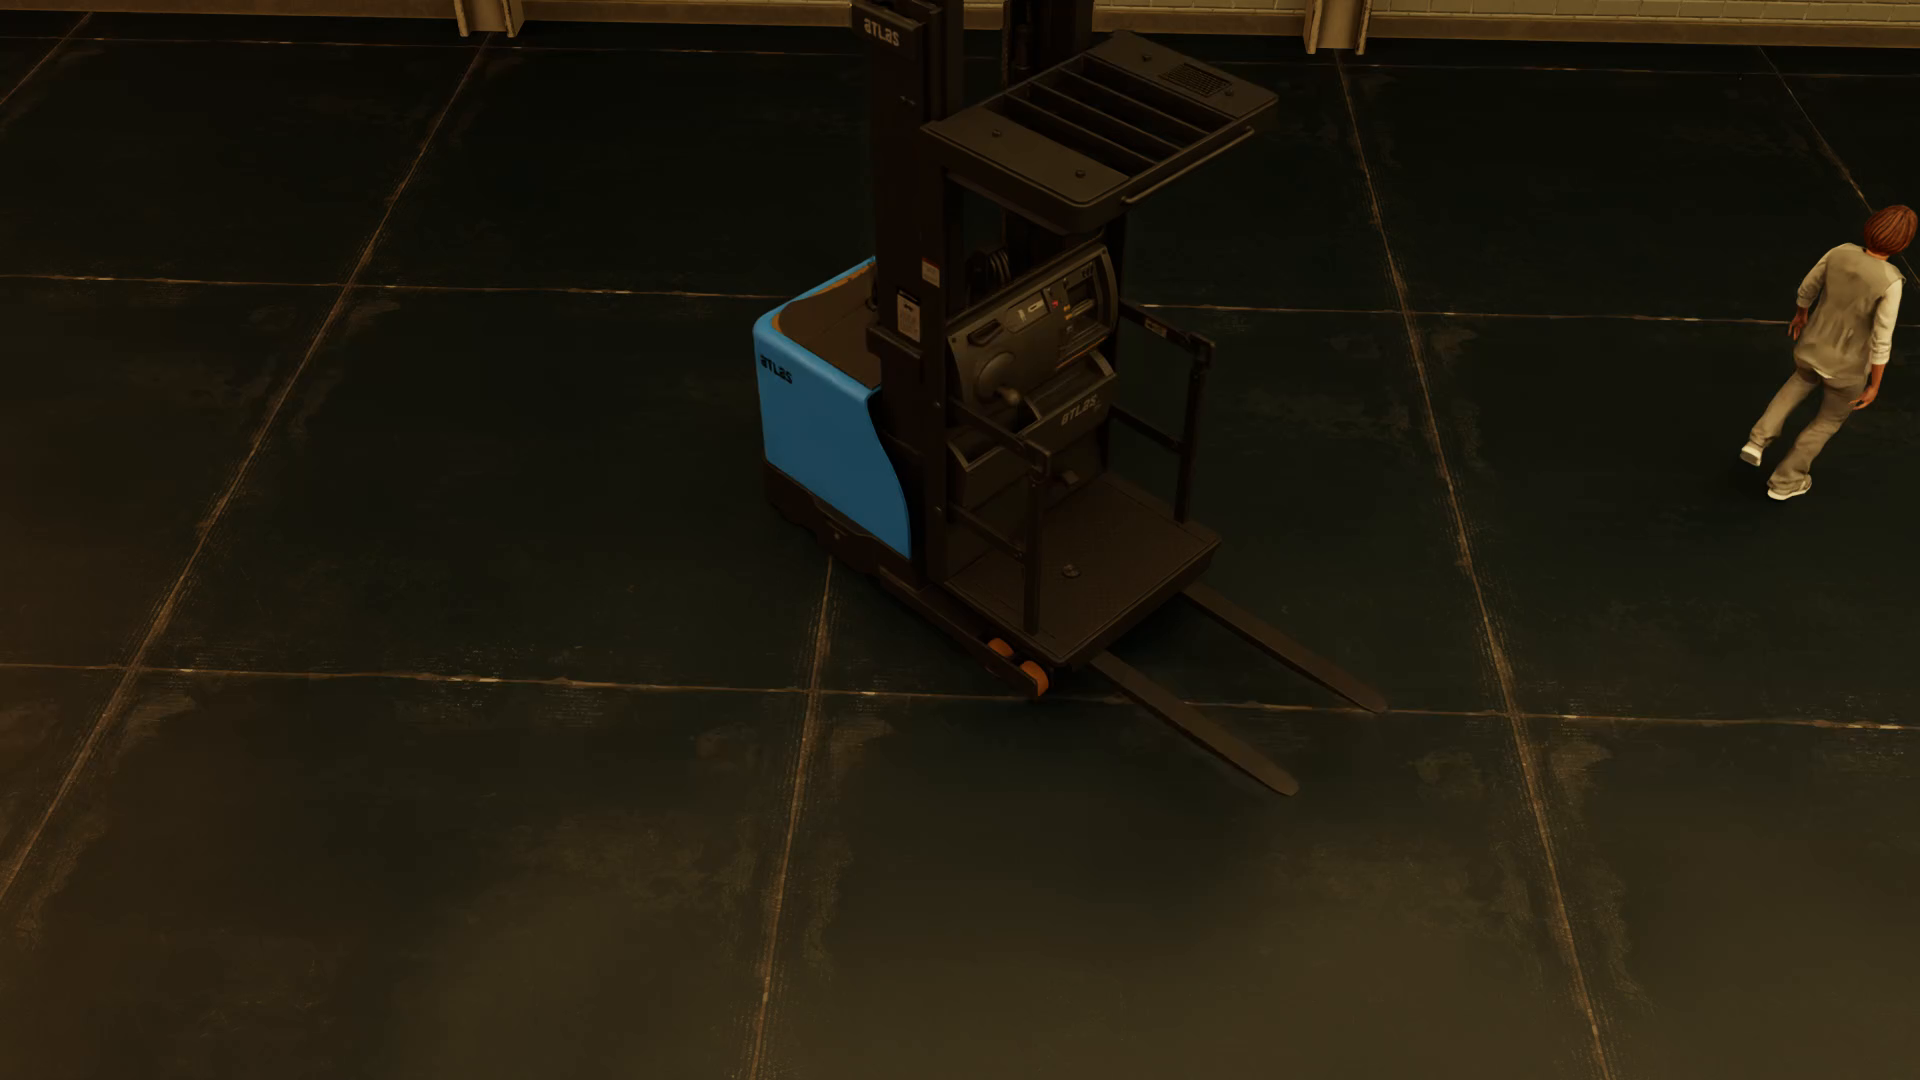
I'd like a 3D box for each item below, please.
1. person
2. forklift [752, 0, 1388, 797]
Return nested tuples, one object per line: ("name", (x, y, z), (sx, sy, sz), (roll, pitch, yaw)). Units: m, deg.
("person", (4.046, -0.858, 7.689), (0.419, 1.577, 0.566), (-23, 47, -23))
("forklift", (0.455, -0.795, 6.613), (3.031, 2.935, 1.130), (34, 52, 31))
